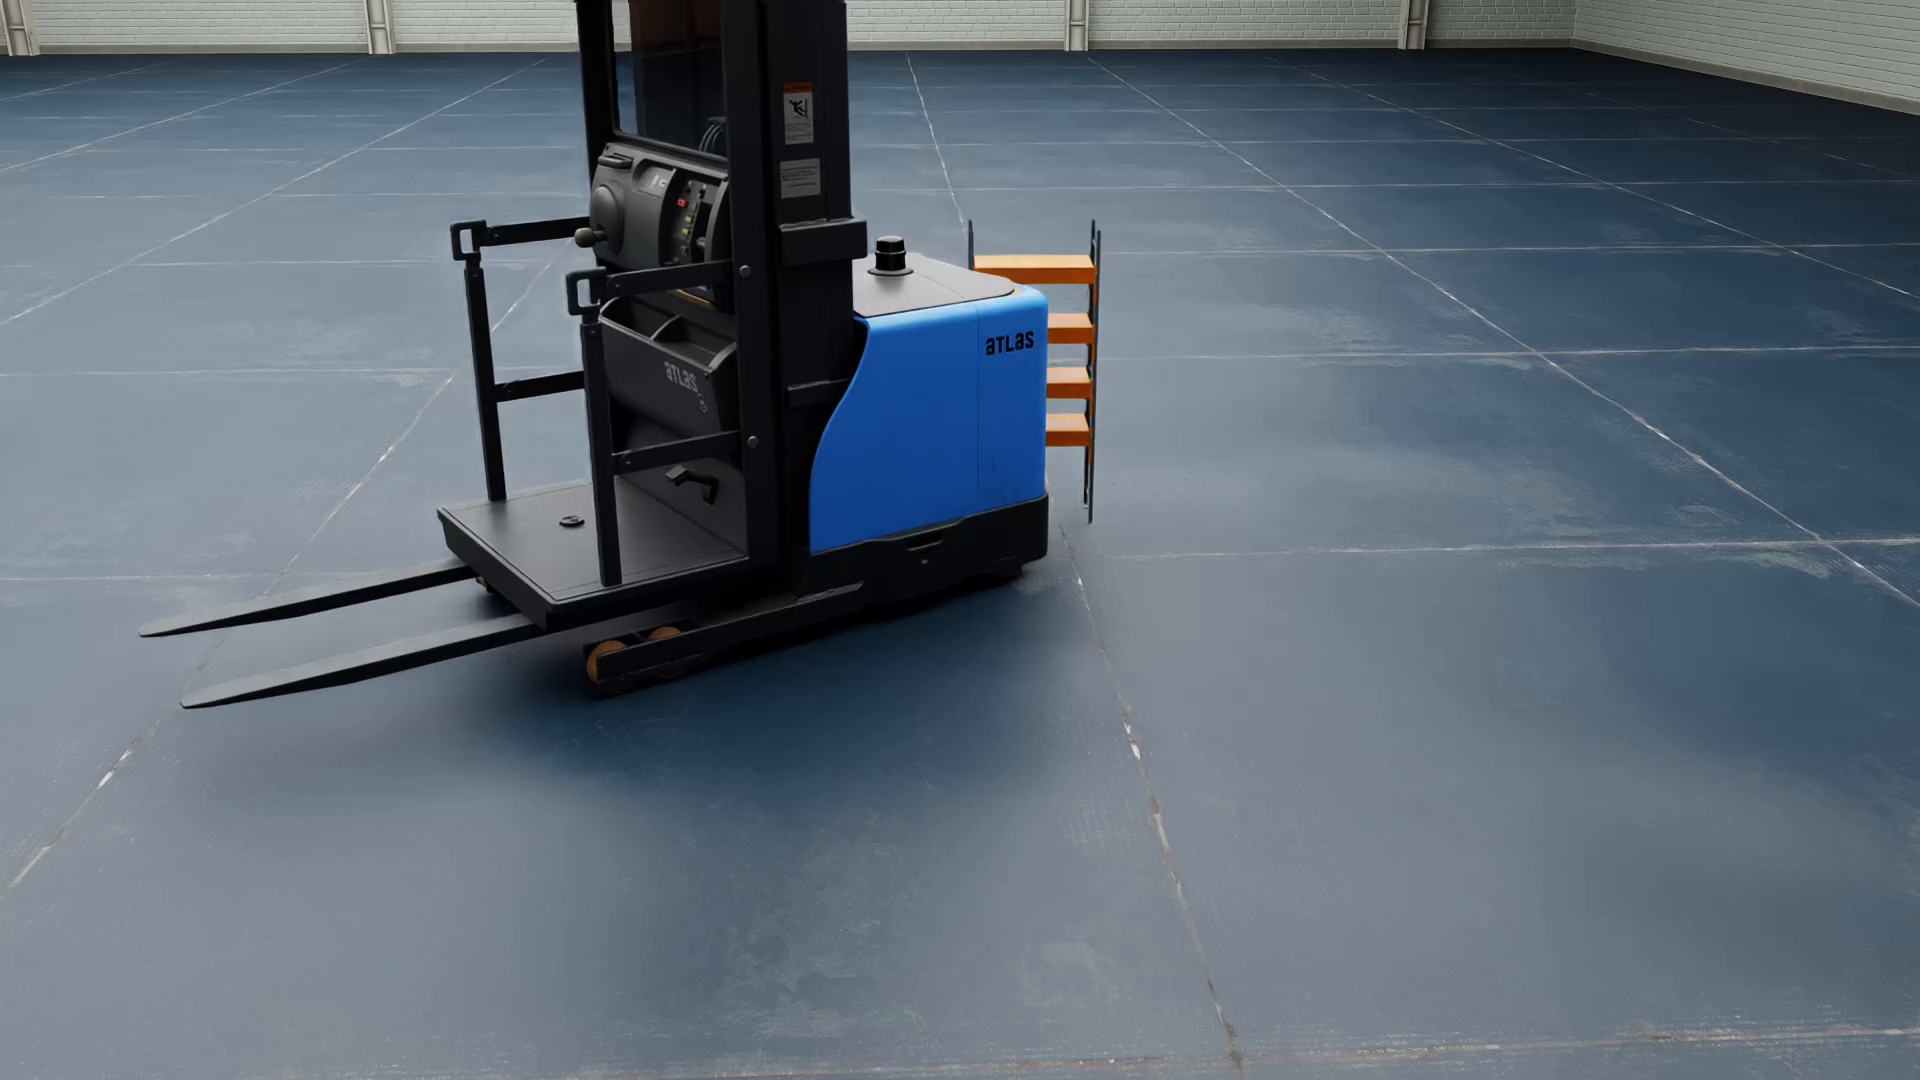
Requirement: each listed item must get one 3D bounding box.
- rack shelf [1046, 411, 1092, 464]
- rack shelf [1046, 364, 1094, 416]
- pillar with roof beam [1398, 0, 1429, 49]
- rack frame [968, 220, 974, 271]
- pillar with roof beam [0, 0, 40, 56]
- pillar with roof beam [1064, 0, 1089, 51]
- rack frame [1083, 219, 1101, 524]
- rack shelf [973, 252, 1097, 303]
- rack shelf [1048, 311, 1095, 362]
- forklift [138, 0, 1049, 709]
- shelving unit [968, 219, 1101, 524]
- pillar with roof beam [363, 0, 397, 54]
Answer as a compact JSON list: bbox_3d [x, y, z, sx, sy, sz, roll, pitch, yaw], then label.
[{"bbox_3d":[0.286,-0.418,6.779,0.480,0.148,0.258,0,21,-1],"label":"rack shelf"},{"bbox_3d":[0.286,-0.603,6.709,0.480,0.148,0.258,0,21,-1],"label":"rack shelf"},{"bbox_3d":[8.276,-11.430,23.996,0.400,9.000,9.100,-1,21,-3],"label":"pillar with roof beam"},{"bbox_3d":[0.042,-0.664,6.680,0.015,1.200,0.240,0,21,-1],"label":"rack frame"},{"bbox_3d":[-15.685,-10.943,22.716,0.400,9.000,9.100,-1,21,-3],"label":"pillar with roof beam"},{"bbox_3d":[2.286,-11.308,23.676,0.400,9.000,9.100,-1,21,-3],"label":"pillar with roof beam"},{"bbox_3d":[0.530,-0.668,6.689,0.015,1.200,0.240,0,21,-1],"label":"rack frame"},{"bbox_3d":[0.286,-1.034,6.545,0.480,0.148,0.258,0,21,-1],"label":"rack shelf"},{"bbox_3d":[0.286,-0.812,6.629,0.480,0.148,0.258,0,21,-1],"label":"rack shelf"},{"bbox_3d":[-1.167,-1.091,5.367,3.031,2.935,1.130,-14,25,-33],"label":"forklift"},{"bbox_3d":[0.286,-0.666,6.685,0.503,1.200,0.258,0,21,-1],"label":"shelving unit"},{"bbox_3d":[-9.694,-11.065,23.036,0.400,9.000,9.100,-1,21,-3],"label":"pillar with roof beam"}]
